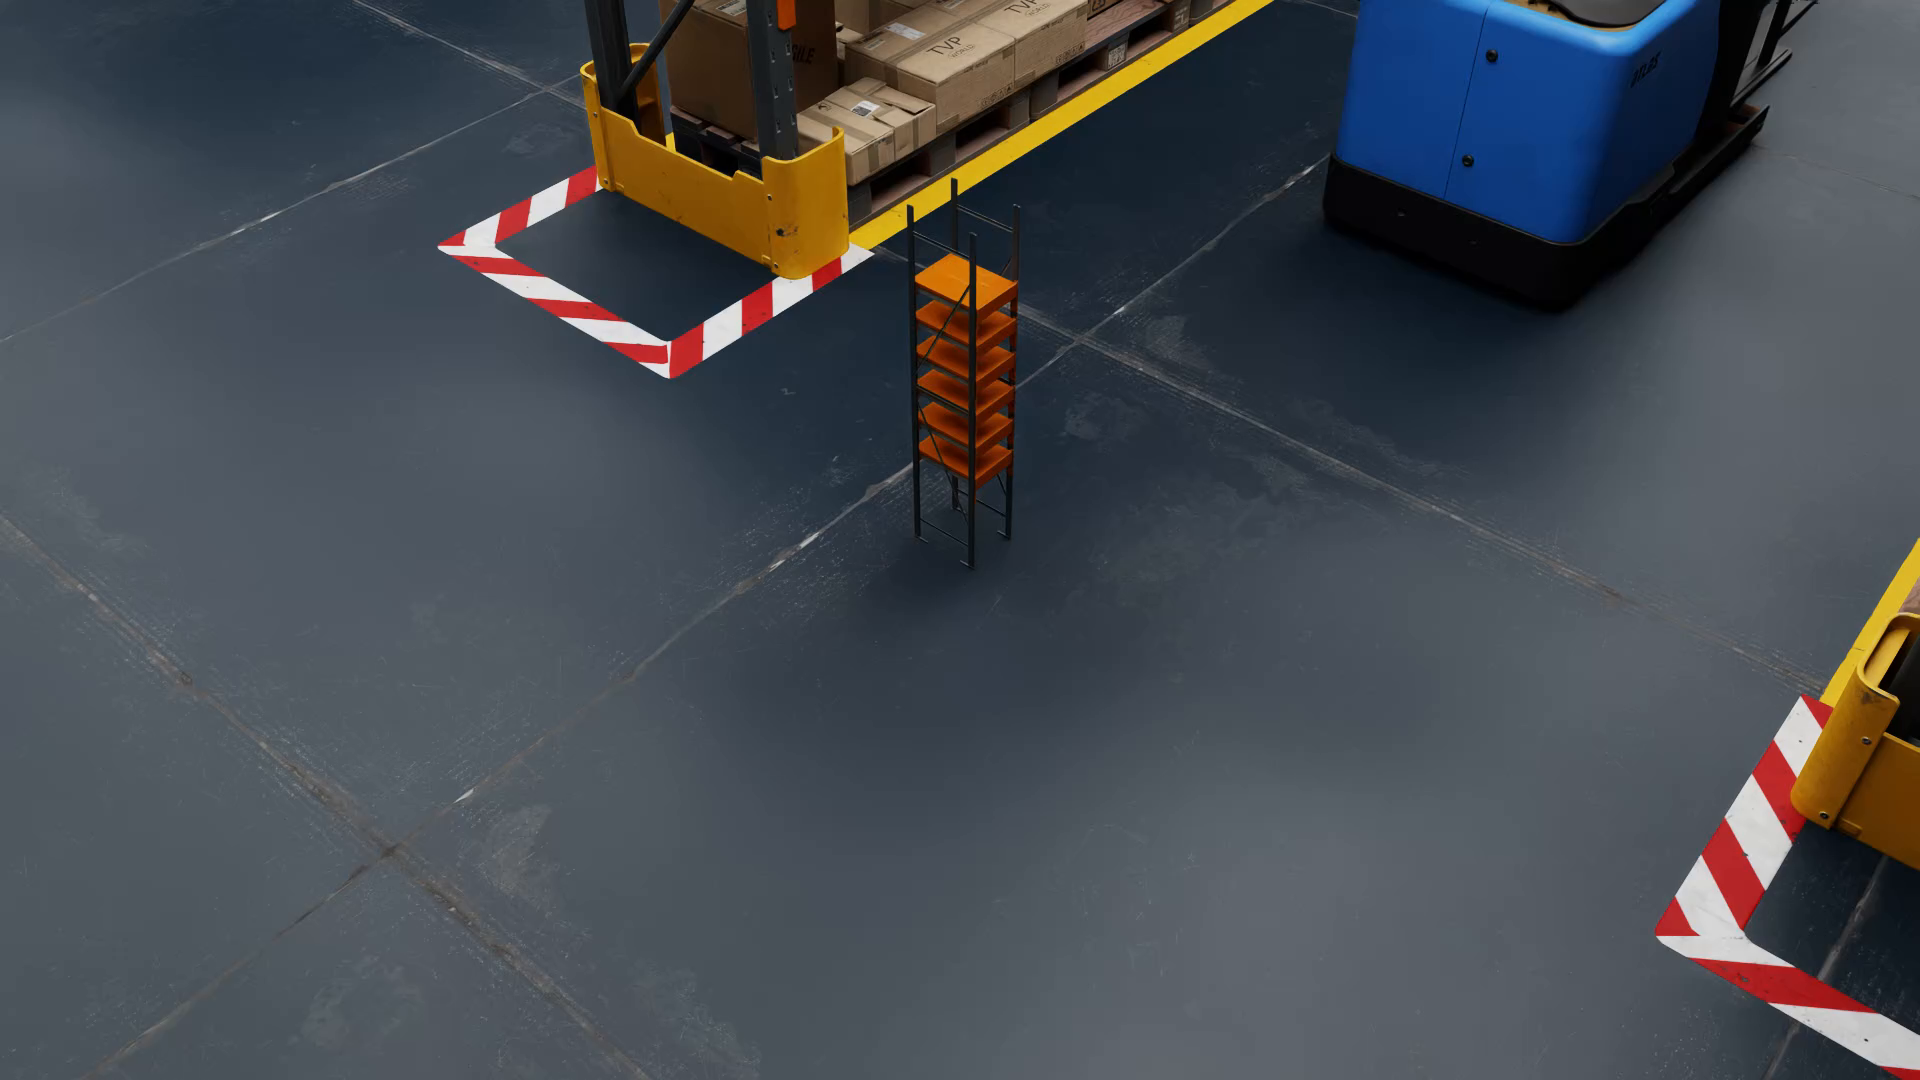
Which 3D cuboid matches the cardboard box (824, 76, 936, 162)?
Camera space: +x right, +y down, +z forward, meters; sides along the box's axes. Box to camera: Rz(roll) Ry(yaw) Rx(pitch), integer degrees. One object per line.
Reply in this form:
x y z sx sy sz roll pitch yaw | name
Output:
-0.319 -1.696 6.665 0.380 0.166 0.250 29 50 28 | cardboard box

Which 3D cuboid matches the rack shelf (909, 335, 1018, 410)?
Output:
0.009 -0.507 4.804 0.258 0.103 0.180 29 50 28 | rack shelf

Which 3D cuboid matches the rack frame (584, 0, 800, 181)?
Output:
-1.012 -2.386 5.644 1.000 3.000 0.127 29 50 28 | rack frame

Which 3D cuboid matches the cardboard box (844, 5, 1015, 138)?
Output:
-0.123 -1.946 6.877 0.500 0.250 0.500 29 50 28 | cardboard box

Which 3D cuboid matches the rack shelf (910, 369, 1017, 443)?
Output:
0.009 -0.419 4.884 0.258 0.103 0.180 29 50 28 | rack shelf

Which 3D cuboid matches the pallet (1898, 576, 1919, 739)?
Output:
3.236 0.343 4.716 1.003 0.211 1.213 29 50 28 | pallet

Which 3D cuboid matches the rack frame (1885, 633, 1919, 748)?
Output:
2.782 -0.243 3.288 1.000 3.000 0.127 29 50 28 | rack frame

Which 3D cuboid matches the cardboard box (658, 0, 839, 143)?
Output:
-0.851 -2.011 6.763 0.500 0.500 0.500 29 50 28 | cardboard box

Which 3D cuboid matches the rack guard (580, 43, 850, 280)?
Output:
-0.963 -1.500 6.528 1.175 0.500 0.348 29 50 28 | rack guard

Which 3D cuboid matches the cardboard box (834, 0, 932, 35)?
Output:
-0.217 -2.394 7.370 0.500 0.250 0.500 29 50 28 | cardboard box

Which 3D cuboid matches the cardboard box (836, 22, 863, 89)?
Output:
-0.521 -2.057 7.061 0.380 0.166 0.250 29 50 28 | cardboard box

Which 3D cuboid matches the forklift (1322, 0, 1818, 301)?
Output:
2.783 -2.877 6.236 1.130 2.935 3.031 30 50 29 | forklift

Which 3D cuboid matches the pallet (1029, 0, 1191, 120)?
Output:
0.334 -2.430 7.765 1.003 0.211 1.213 29 50 28 | pallet

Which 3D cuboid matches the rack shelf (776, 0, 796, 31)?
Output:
0.275 -3.150 7.019 1.077 0.370 4.000 29 50 28 | rack shelf

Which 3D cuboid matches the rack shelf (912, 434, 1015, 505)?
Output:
0.009 -0.241 5.046 0.258 0.103 0.180 29 50 28 | rack shelf

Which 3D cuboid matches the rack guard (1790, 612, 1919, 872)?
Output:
2.766 0.694 4.115 1.175 0.500 0.348 29 50 28 | rack guard

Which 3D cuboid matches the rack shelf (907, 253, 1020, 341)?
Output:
0.009 -0.685 4.642 0.258 0.103 0.180 29 50 28 | rack shelf

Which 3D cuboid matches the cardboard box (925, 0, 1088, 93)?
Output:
0.198 -2.204 7.161 0.500 0.250 0.500 29 50 28 | cardboard box

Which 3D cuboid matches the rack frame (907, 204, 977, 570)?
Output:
-0.050 -0.404 4.803 0.240 1.200 0.006 29 50 28 | rack frame

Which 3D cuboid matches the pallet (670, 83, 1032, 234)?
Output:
-0.451 -1.804 7.078 1.003 0.211 1.213 29 50 28 | pallet

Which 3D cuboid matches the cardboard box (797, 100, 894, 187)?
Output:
-0.480 -1.561 6.529 0.380 0.149 0.250 29 50 28 | cardboard box

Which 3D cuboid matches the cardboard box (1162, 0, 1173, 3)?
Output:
0.930 -2.811 7.784 0.500 0.311 0.500 29 50 28 | cardboard box

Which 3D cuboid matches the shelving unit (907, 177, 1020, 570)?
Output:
0.009 -0.451 4.855 0.258 1.200 0.189 29 50 28 | shelving unit

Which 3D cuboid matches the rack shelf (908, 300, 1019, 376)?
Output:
0.009 -0.596 4.723 0.258 0.103 0.180 29 50 28 | rack shelf

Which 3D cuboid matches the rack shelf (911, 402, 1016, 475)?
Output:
0.009 -0.330 4.965 0.258 0.103 0.180 29 50 28 | rack shelf

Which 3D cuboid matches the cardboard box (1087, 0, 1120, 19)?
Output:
0.357 -2.715 7.535 0.797 0.503 0.637 29 50 28 | cardboard box

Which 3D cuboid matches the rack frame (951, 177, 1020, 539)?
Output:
0.068 -0.498 4.906 0.240 1.200 0.006 29 50 28 | rack frame

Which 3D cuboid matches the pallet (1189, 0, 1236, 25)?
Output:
1.119 -3.061 8.459 1.003 0.211 1.213 29 50 28 | pallet
